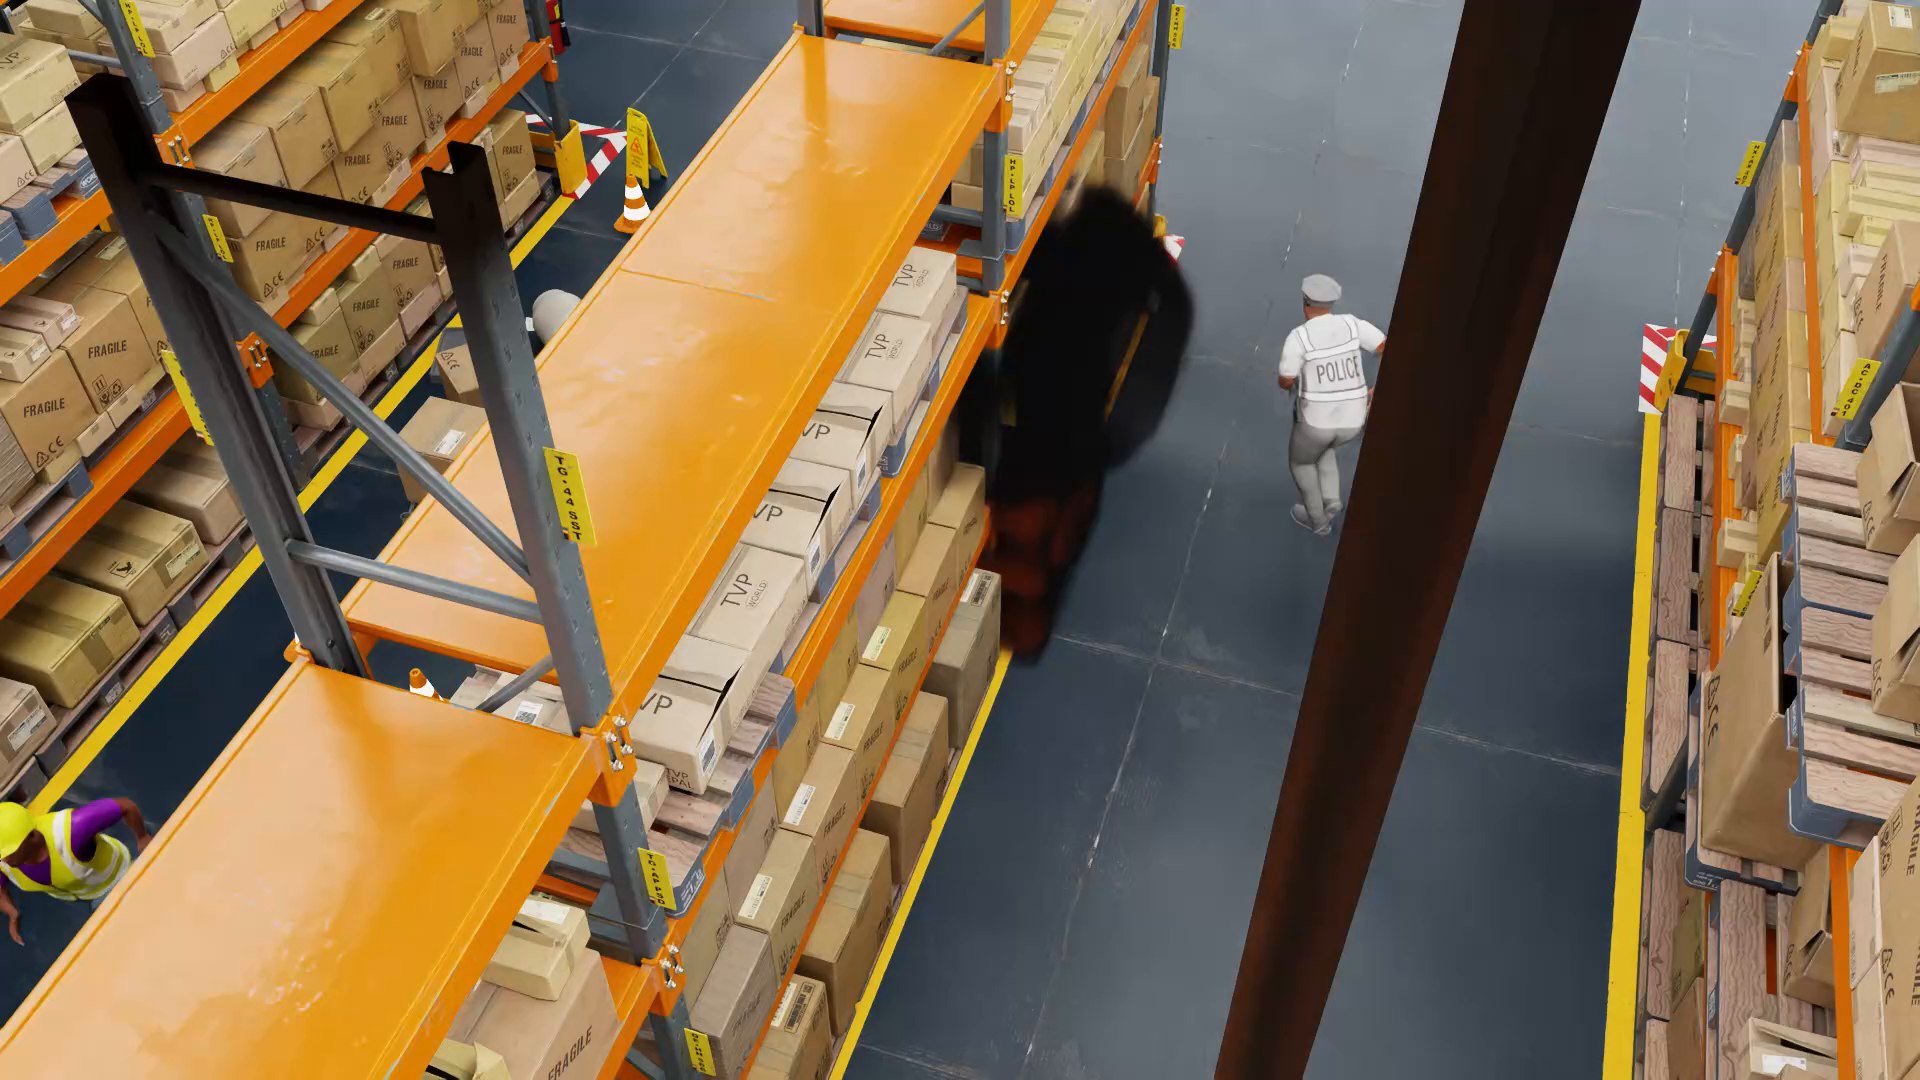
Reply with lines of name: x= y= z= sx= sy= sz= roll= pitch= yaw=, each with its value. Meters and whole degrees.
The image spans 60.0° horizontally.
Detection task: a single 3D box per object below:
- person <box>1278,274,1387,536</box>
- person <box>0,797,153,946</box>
person: x=2.309 y=-0.833 z=10.469 sx=0.694 sy=1.572 sz=0.784 roll=-10 pitch=46 yaw=-9
person: x=-4.351 y=1.718 z=8.283 sx=0.710 sy=1.662 sz=0.934 roll=-1 pitch=46 yaw=-1
